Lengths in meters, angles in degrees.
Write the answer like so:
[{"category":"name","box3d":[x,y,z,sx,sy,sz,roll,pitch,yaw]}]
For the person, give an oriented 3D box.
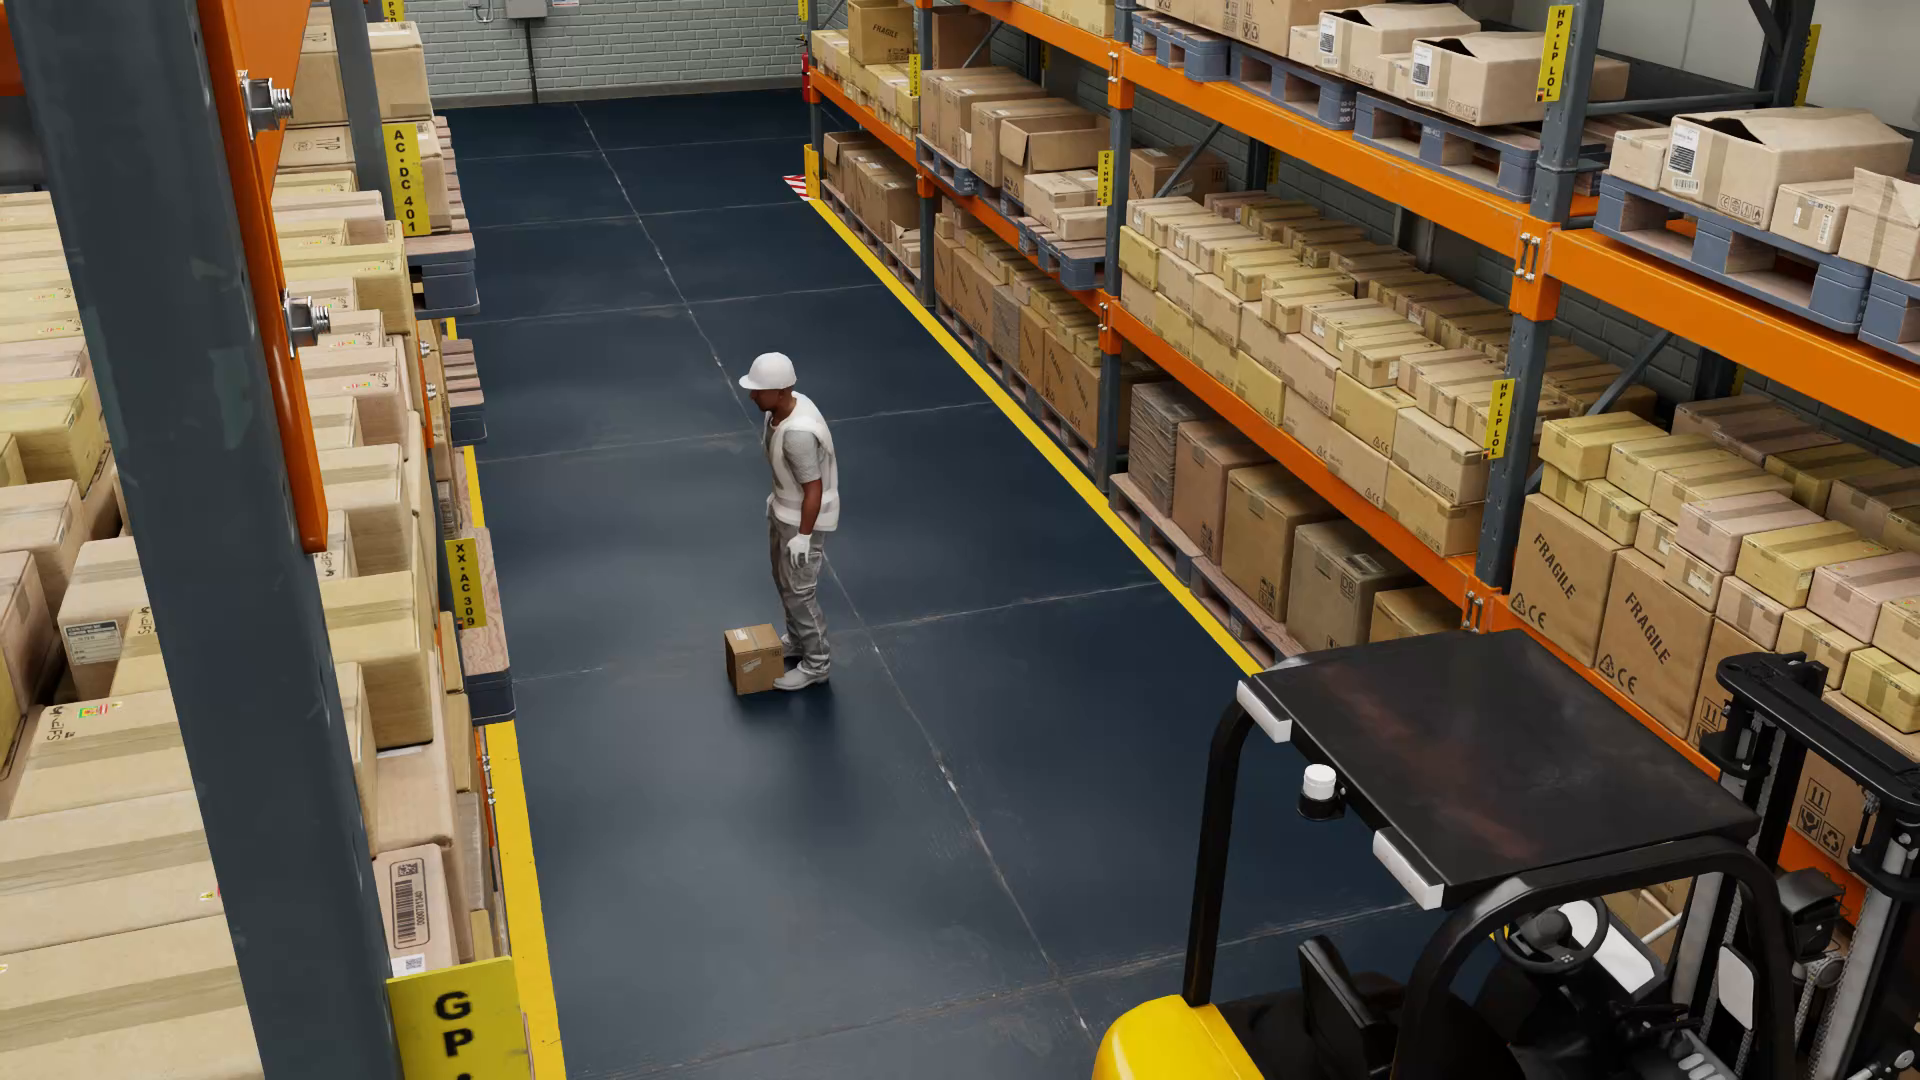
[{"category":"person","box3d":[-0.842,-0.109,8.325,0.451,1.773,0.615,-8,27,-16]}]
